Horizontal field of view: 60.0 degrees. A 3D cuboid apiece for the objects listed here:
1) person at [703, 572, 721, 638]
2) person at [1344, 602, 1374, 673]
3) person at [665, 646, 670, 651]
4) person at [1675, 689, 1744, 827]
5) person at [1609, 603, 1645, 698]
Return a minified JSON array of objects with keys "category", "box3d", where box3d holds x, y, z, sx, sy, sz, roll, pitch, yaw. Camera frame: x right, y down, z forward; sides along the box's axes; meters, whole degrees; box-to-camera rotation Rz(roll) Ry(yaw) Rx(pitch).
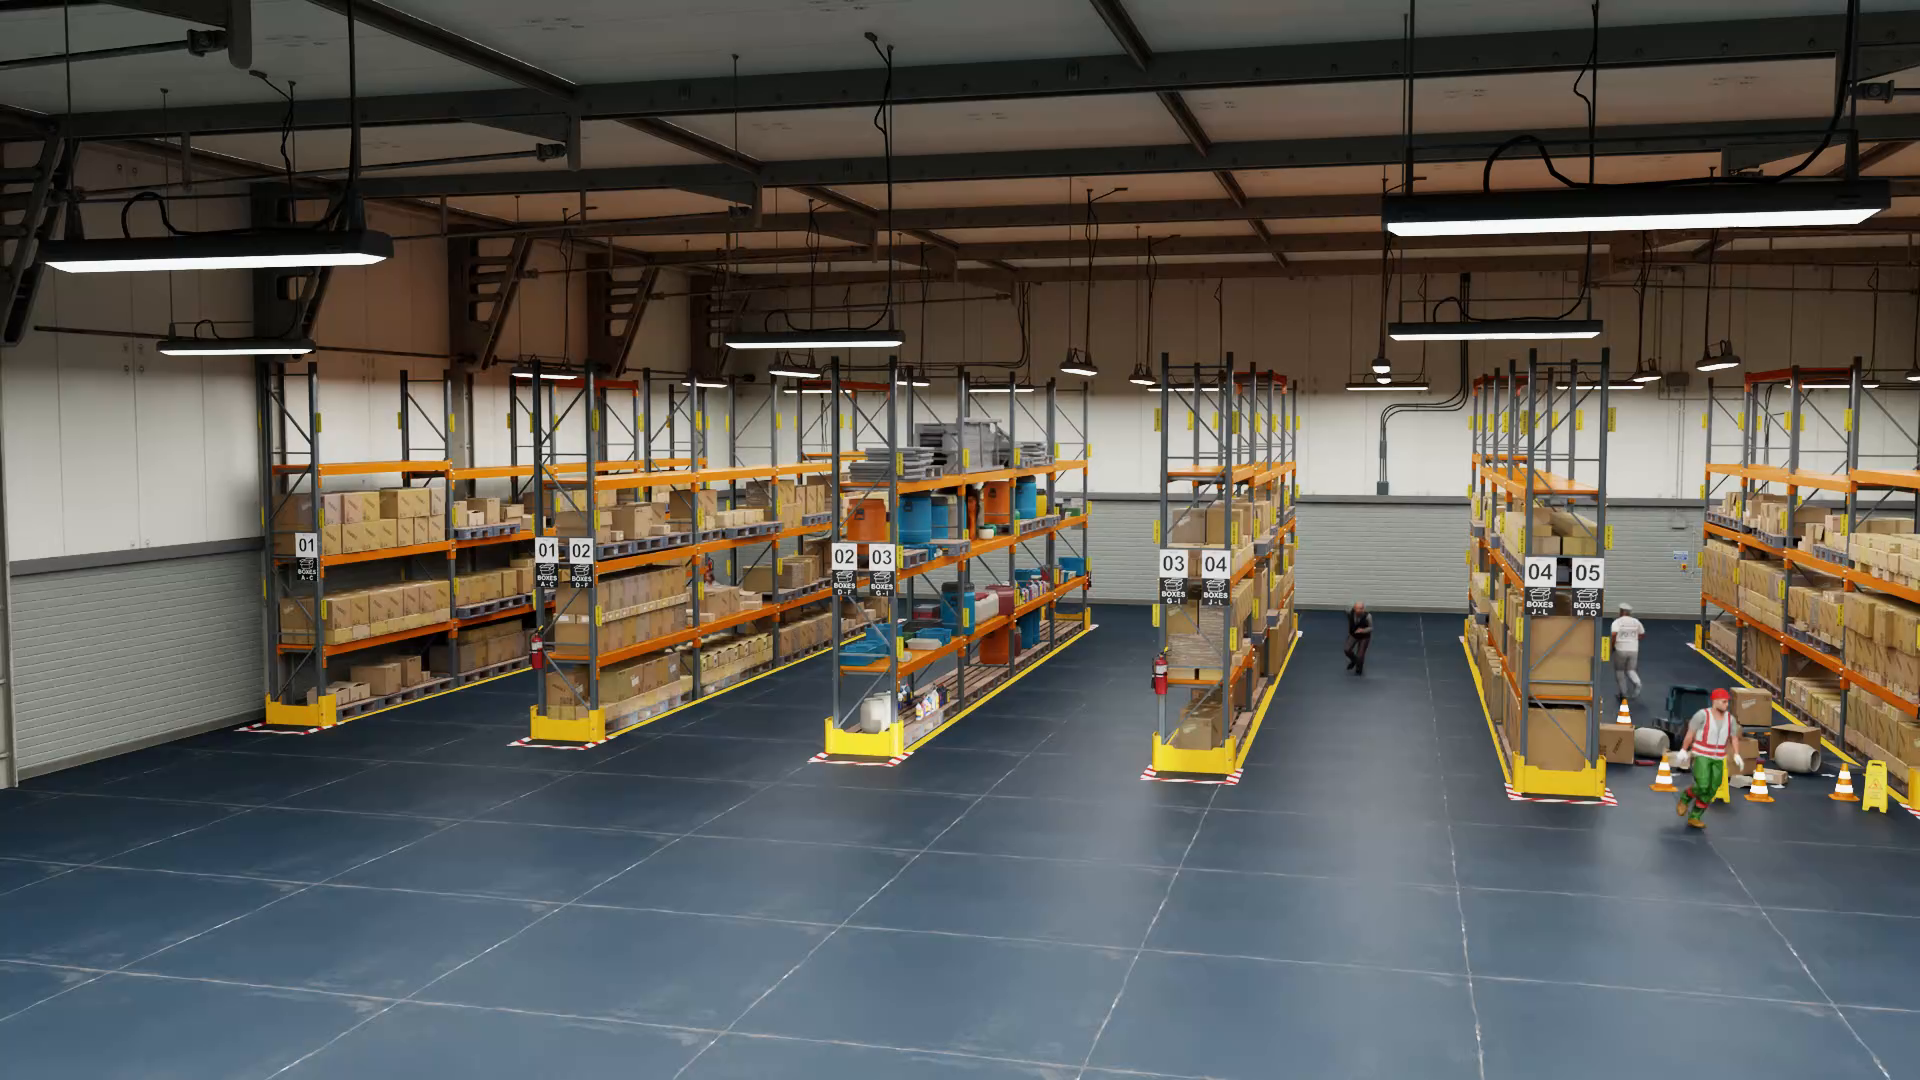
[{"category":"person","box3d":[-5.653,1.530,38.001,0.538,1.616,0.886,1,4,16]},{"category":"person","box3d":[7.895,1.933,32.943,0.684,1.485,0.972,2,5,31]},{"category":"person","box3d":[-6.050,1.834,33.747,0.613,1.583,0.839,0,4,1]},{"category":"person","box3d":[9.261,2.685,20.530,0.661,1.738,0.599,-1,4,-10]},{"category":"person","box3d":[12.154,2.027,30.251,0.658,1.726,0.776,0,4,2]}]
